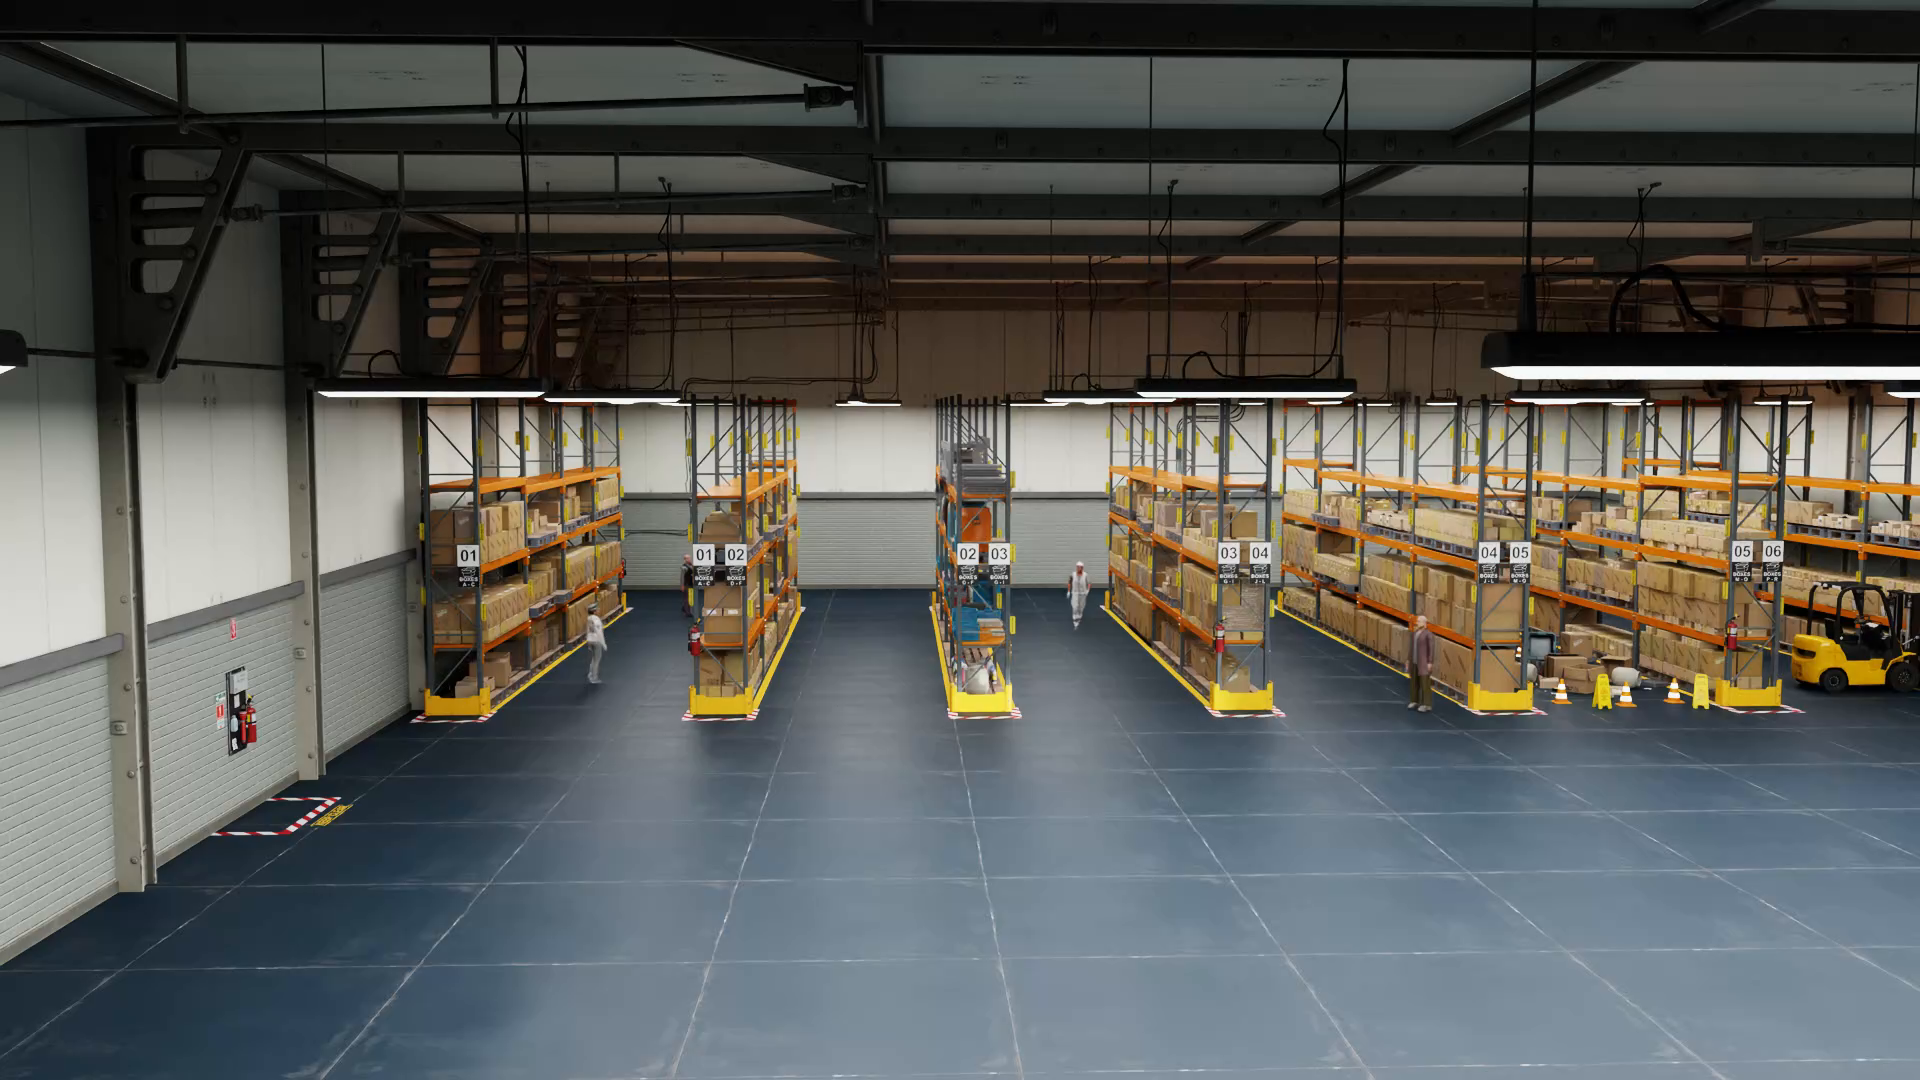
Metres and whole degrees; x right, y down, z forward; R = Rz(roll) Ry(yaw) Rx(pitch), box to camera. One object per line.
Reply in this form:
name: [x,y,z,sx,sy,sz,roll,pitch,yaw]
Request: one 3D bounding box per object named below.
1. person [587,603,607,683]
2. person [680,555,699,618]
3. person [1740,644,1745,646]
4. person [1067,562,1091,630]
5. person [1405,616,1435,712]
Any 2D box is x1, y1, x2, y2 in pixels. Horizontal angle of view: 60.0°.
person: [-7.567,2.147,34.639,0.506,1.704,0.428,3,5,32]
person: [-7.487,1.263,45.769,0.505,1.724,0.548,1,5,15]
person: [18.210,1.785,39.275,0.607,1.708,0.541,4,6,38]
person: [3.117,1.471,43.431,0.595,1.810,0.877,0,4,-2]
person: [8.734,2.338,31.644,0.406,1.787,0.625,-3,5,-30]
